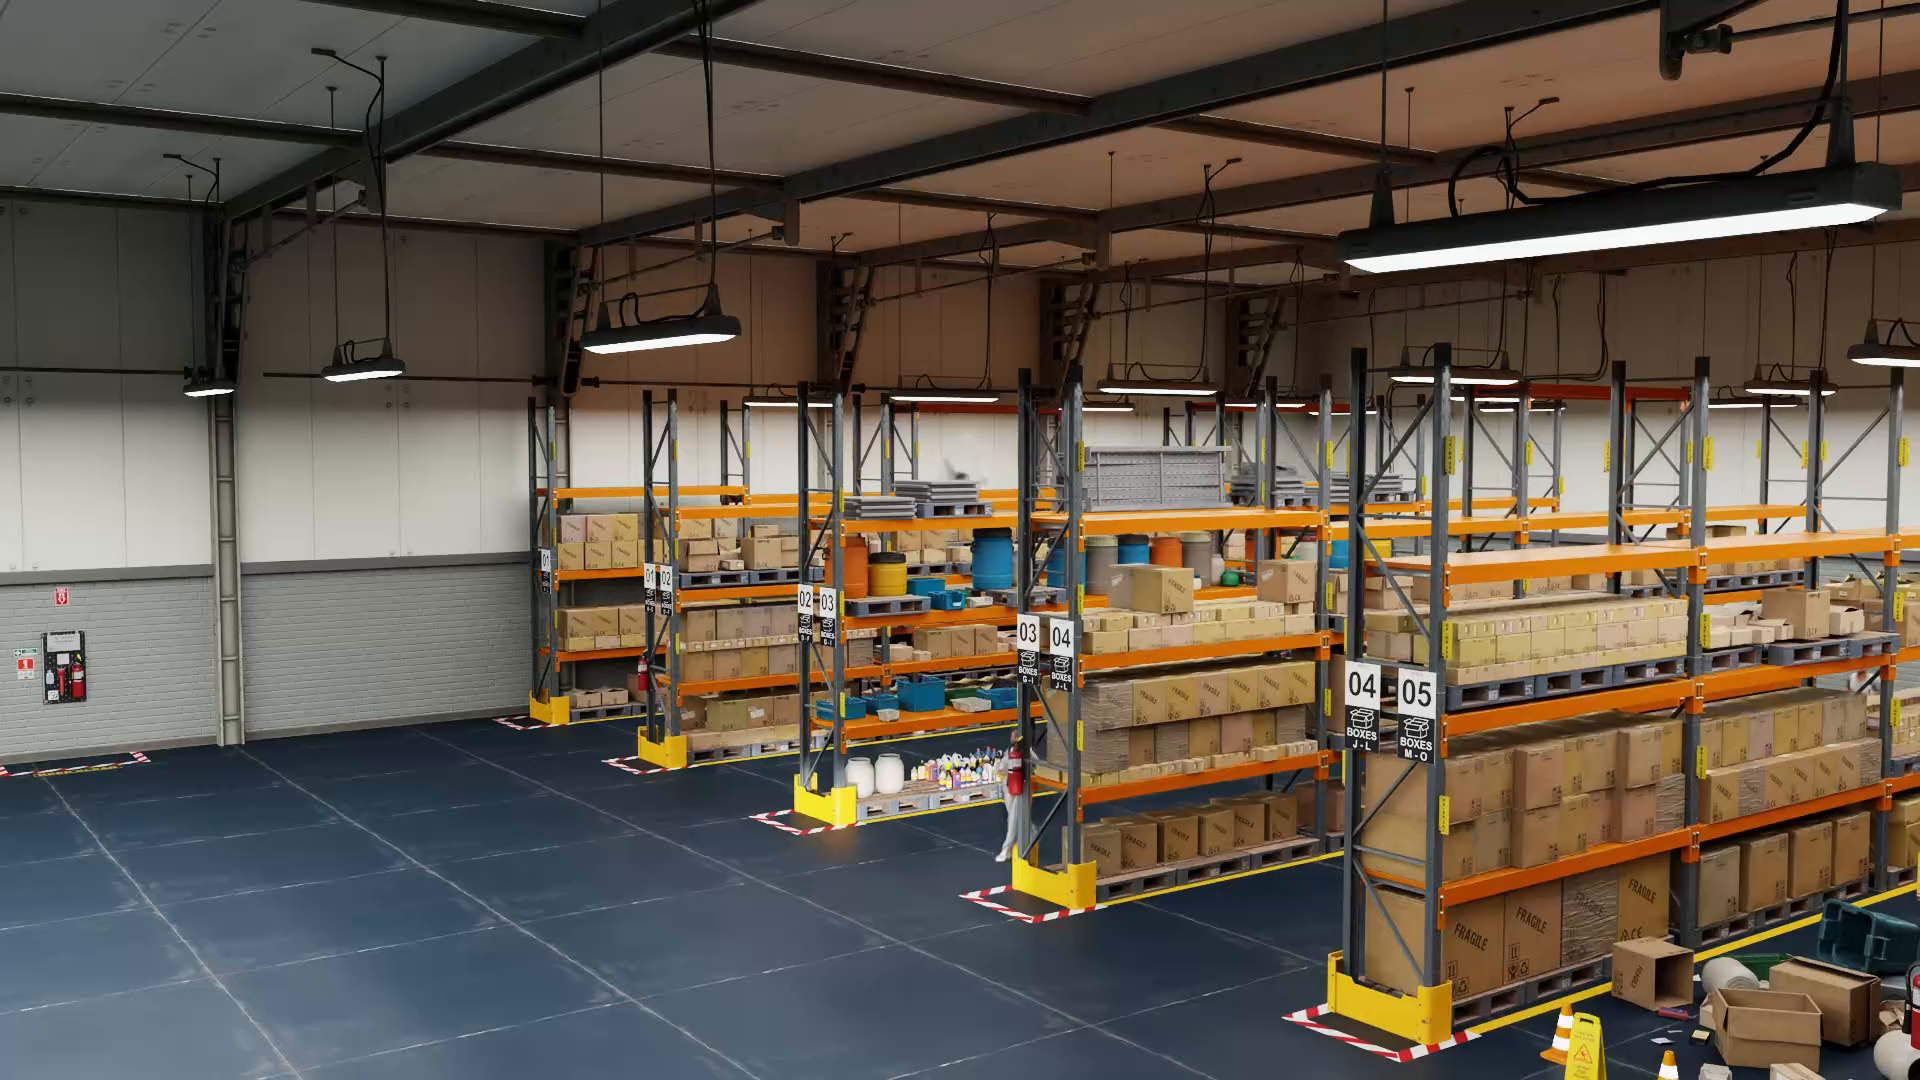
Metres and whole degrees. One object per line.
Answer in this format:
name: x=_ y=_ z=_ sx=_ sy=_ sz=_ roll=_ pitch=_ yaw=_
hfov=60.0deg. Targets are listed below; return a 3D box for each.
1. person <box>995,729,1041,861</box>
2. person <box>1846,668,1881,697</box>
person: x=0.703 y=3.123 z=20.609 sx=0.540 sy=1.581 sz=0.872 roll=3 pitch=4 yaw=40
person: x=14.217 y=2.742 z=26.169 sx=0.650 sy=1.828 sz=0.738 roll=3 pitch=5 yaw=45
